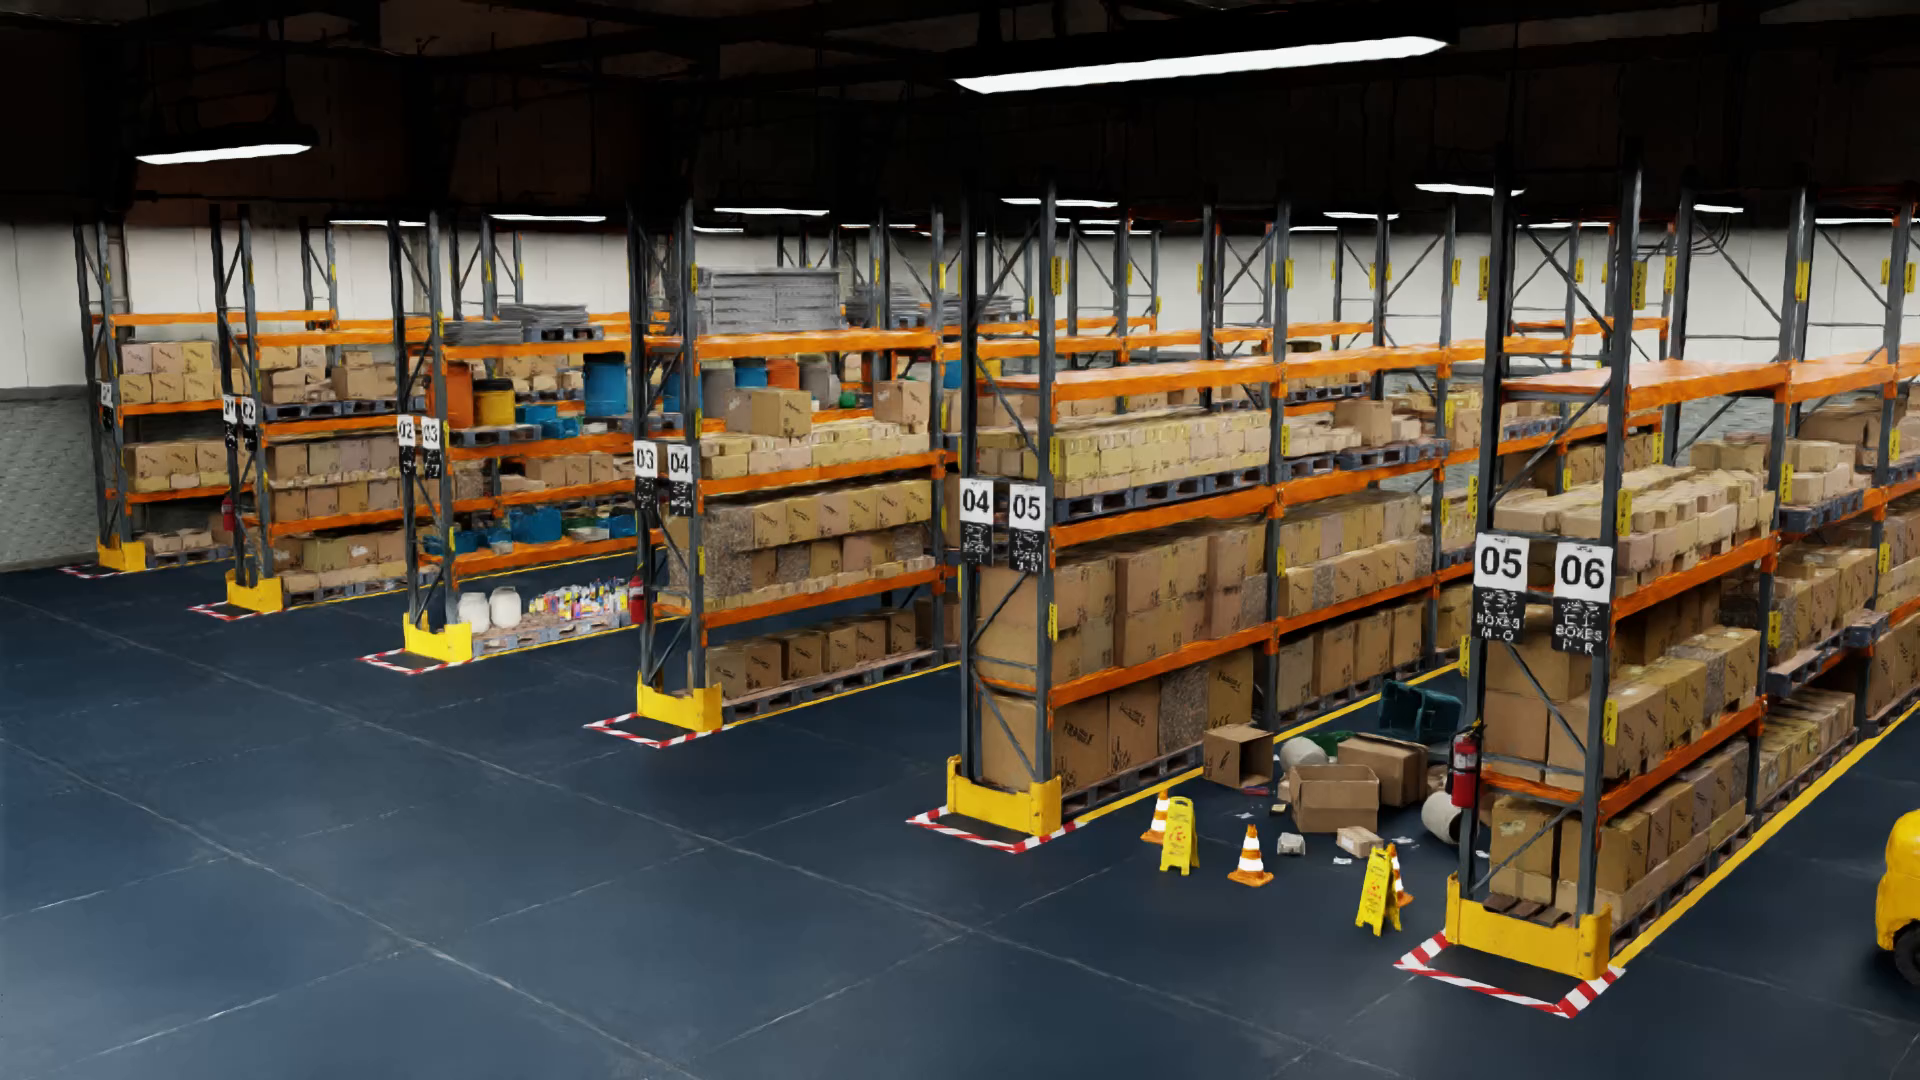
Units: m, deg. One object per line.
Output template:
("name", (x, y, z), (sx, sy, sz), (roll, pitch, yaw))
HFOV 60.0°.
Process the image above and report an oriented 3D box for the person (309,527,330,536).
("person", (-10.701, -0.214, 27.649), (0.456, 1.589, 1.088), (9, 13, 43))
